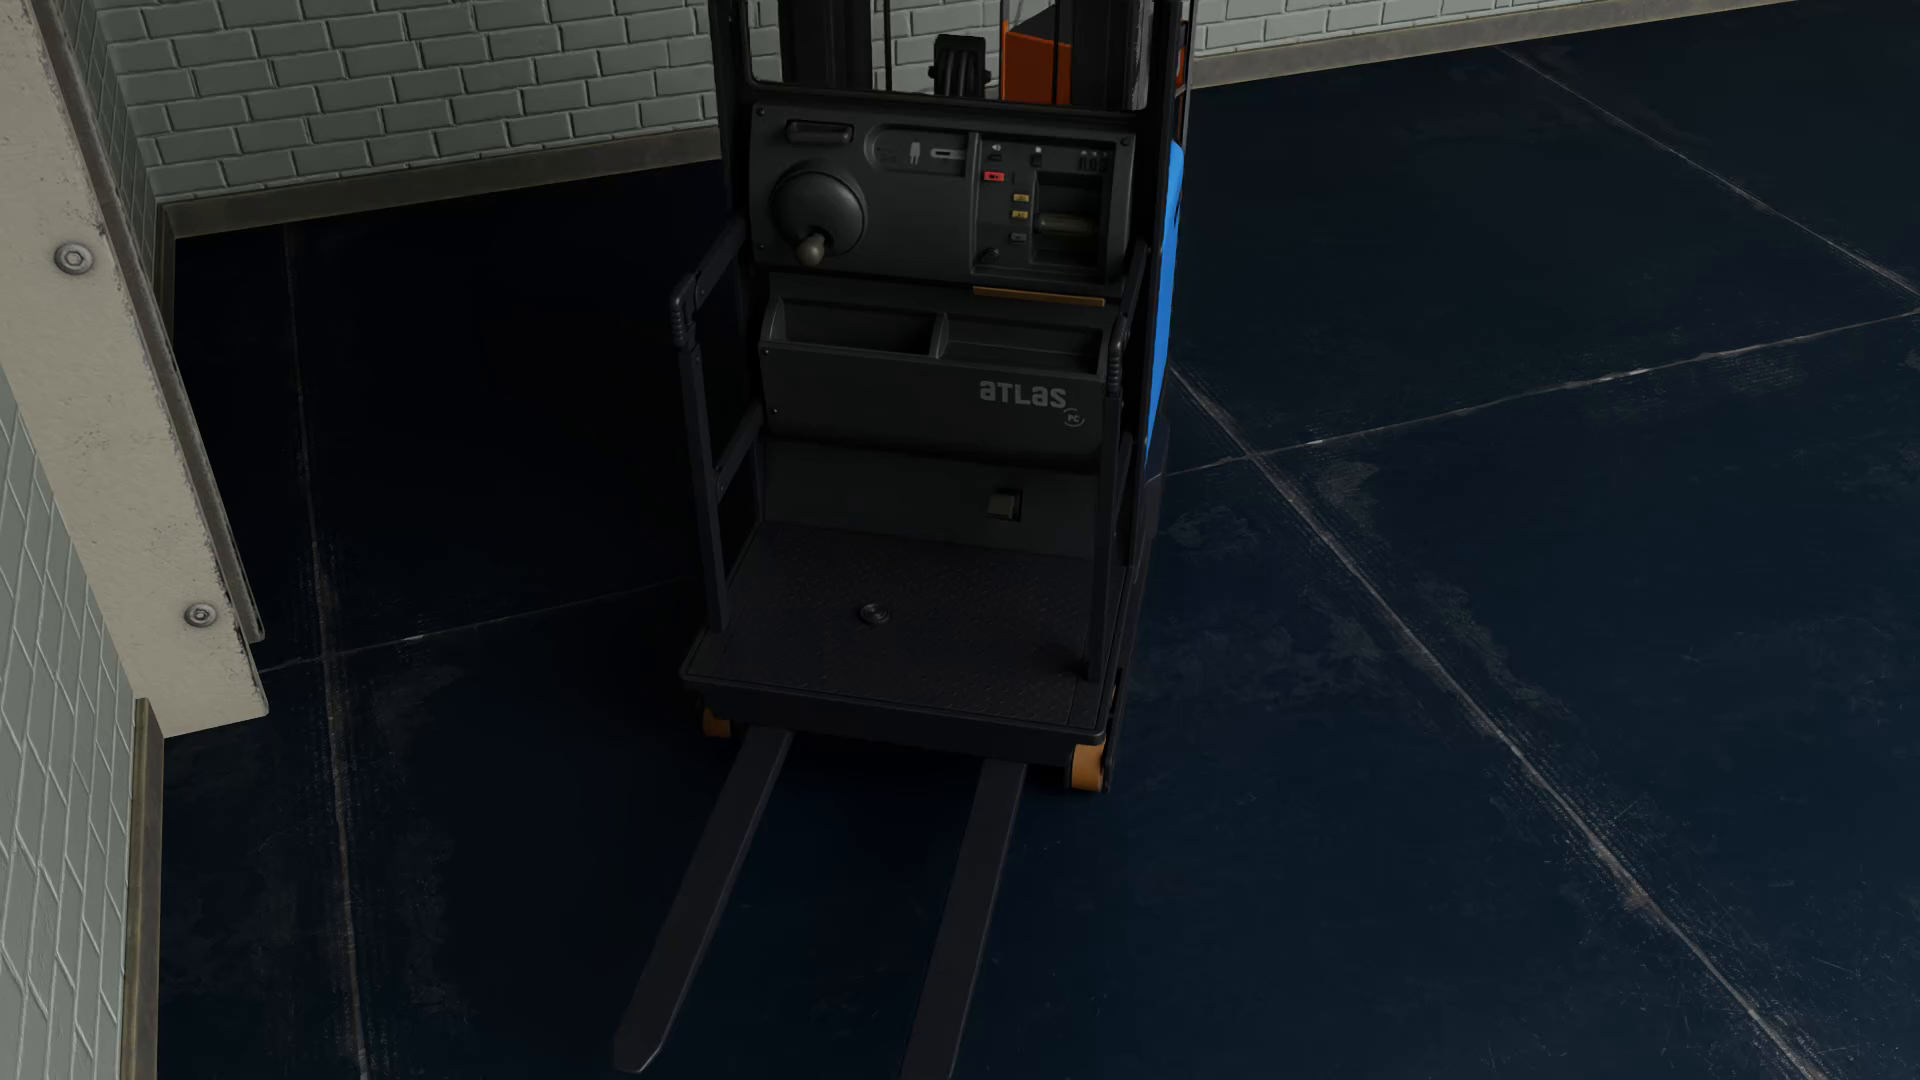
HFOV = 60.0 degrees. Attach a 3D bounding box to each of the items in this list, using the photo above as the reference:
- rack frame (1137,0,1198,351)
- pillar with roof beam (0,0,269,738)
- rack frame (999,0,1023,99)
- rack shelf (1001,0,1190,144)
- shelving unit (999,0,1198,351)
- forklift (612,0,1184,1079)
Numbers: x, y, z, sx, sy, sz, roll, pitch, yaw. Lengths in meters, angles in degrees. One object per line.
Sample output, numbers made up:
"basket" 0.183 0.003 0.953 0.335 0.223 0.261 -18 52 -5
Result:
"rack frame" 0.652 -1.405 5.370 0.015 2.100 0.400 21 42 25
"pillar with roof beam" 1.913 -4.082 3.190 9.100 9.000 0.400 -12 39 -16
"rack frame" 0.239 -1.561 5.578 0.015 2.100 0.400 21 42 25
"rack shelf" 0.446 -1.472 5.482 0.480 0.518 0.431 21 42 25
"shelving unit" 0.446 -1.483 5.474 0.503 2.100 0.431 21 42 25
"forklift" -0.092 -0.755 3.816 1.130 2.935 3.031 7 38 9
